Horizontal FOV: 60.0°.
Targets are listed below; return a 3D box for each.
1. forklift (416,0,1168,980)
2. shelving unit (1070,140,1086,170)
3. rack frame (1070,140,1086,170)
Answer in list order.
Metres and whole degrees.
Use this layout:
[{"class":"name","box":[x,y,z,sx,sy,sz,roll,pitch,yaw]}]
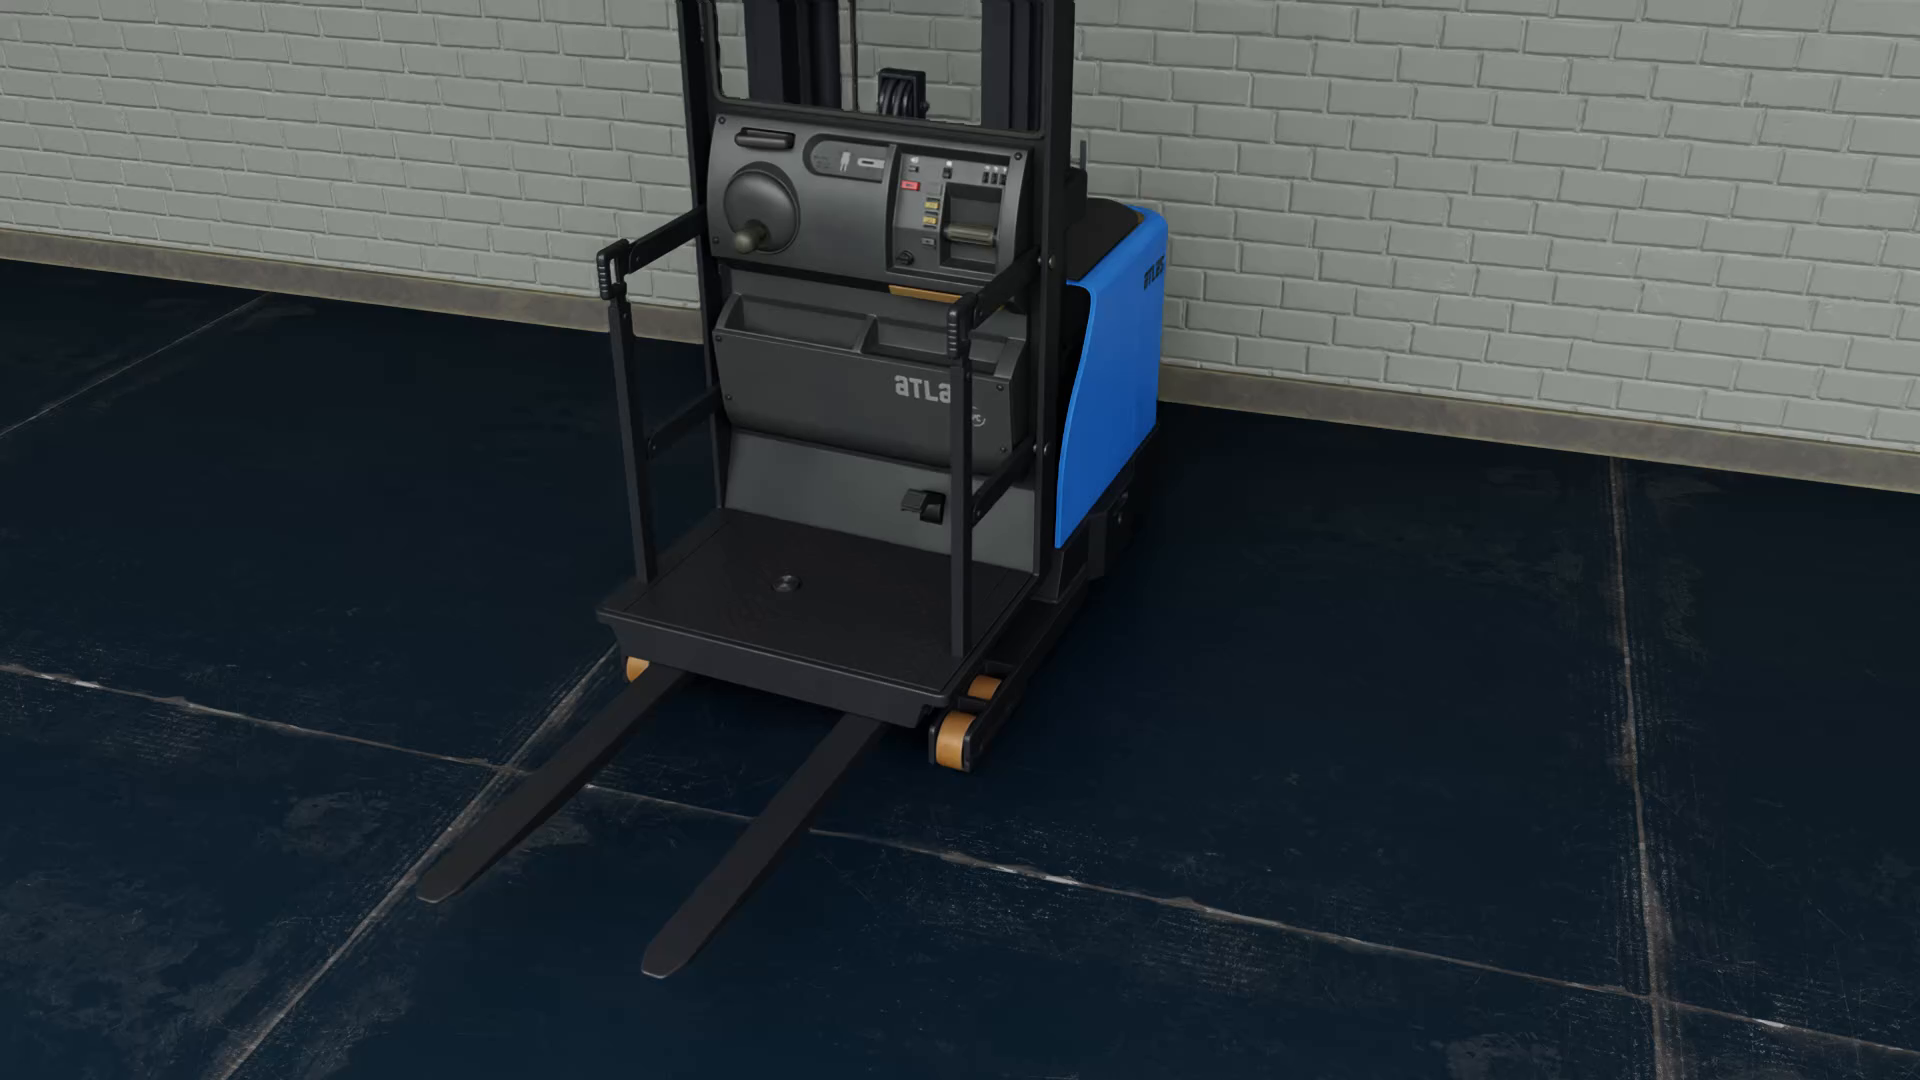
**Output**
[{"class":"forklift","box":[-0.346,-0.878,4.314,1.130,2.935,3.031,12,31,20]},{"class":"shelving unit","box":[0.292,-0.843,6.031,0.258,1.200,0.189,12,31,20]},{"class":"rack frame","box":[0.328,-0.884,6.105,0.240,1.200,0.006,12,31,20]}]
